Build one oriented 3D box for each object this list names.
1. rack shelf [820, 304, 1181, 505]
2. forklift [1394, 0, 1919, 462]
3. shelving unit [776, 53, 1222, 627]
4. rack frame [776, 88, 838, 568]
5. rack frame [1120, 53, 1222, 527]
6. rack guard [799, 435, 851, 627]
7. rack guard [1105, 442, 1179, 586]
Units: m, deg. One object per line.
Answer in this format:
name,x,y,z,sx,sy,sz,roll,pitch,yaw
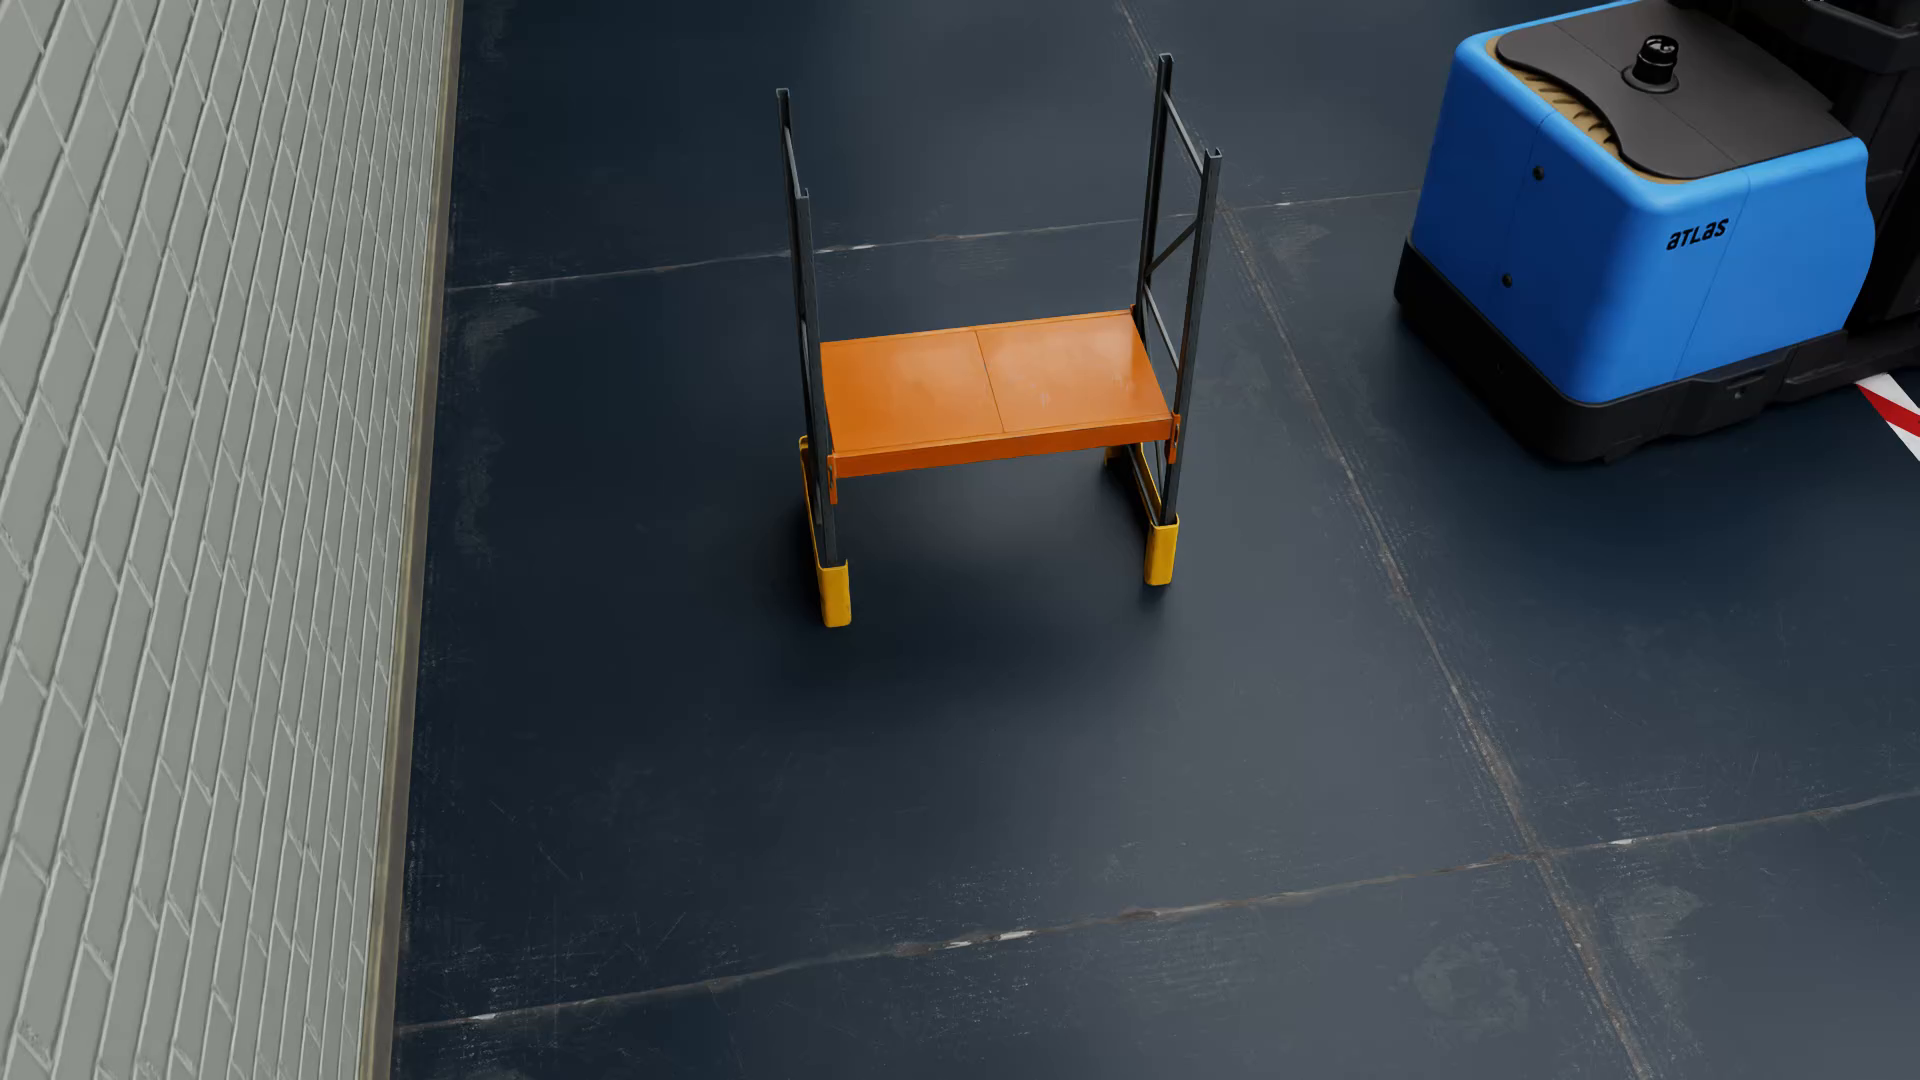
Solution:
rack shelf,0.084,-0.406,4.850,1.000,0.185,0.538,-7,46,-7
forklift,3.134,-1.962,5.105,3.031,2.935,1.130,-17,48,-15
shelving unit,0.075,-0.530,4.719,1.083,1.500,0.587,-7,46,-7
rack frame,-0.417,-0.468,4.660,0.032,1.500,0.500,-7,46,-7
rack frame,0.585,-0.593,4.780,0.032,1.500,0.500,-7,46,-7
rack guard,-0.416,-0.035,5.110,0.087,0.250,0.587,-7,46,-7
rack guard,0.566,-0.157,5.228,0.087,0.250,0.587,-7,46,-7
